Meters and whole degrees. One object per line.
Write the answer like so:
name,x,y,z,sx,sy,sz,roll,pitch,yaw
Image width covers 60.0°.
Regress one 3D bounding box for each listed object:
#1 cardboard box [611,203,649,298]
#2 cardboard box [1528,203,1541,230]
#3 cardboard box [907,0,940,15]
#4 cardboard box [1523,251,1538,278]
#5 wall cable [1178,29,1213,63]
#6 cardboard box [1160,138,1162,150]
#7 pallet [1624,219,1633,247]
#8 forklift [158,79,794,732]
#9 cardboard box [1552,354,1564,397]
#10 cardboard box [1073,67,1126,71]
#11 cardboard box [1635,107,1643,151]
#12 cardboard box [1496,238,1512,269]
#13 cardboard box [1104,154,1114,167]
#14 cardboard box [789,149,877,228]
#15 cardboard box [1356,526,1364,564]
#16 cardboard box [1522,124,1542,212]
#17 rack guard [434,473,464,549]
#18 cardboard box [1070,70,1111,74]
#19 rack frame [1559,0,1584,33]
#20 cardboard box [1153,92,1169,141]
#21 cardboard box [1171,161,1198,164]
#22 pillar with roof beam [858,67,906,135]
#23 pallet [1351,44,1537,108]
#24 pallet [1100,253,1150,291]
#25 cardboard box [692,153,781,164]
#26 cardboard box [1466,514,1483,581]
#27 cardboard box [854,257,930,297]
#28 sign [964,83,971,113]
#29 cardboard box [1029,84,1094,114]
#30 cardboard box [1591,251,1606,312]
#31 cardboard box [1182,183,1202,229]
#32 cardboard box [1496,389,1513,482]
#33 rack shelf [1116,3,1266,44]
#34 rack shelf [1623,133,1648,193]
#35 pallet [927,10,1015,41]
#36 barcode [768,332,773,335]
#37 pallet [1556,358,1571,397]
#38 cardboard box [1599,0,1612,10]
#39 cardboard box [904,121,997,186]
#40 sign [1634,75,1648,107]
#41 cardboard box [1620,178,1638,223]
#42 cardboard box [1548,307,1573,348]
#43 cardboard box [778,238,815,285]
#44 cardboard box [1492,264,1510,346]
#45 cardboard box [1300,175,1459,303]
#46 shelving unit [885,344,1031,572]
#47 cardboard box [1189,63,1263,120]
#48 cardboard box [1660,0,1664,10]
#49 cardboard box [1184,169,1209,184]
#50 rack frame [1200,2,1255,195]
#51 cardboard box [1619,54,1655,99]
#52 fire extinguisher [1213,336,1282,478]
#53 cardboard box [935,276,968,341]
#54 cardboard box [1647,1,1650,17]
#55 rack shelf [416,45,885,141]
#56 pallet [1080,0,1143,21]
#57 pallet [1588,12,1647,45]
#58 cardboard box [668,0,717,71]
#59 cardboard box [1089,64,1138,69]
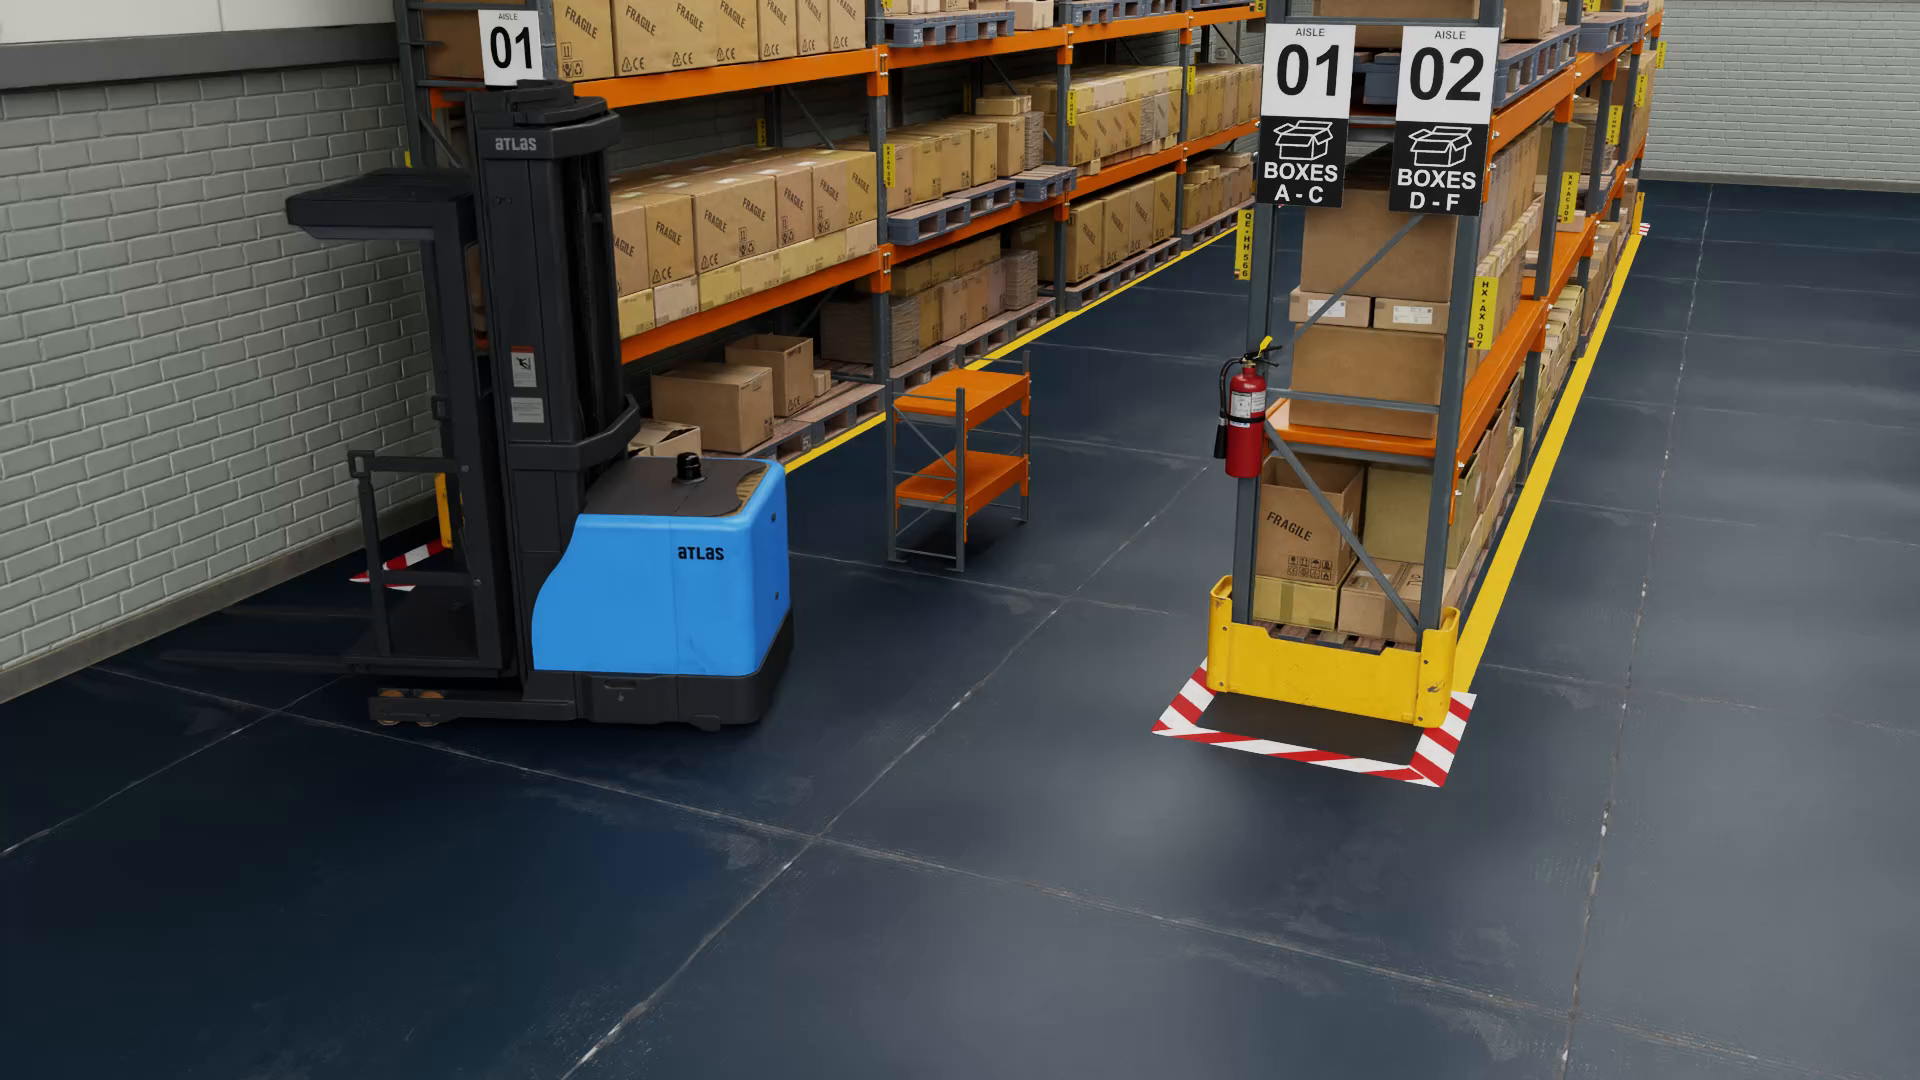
cardboard box,-2.216,-1.723,9.911,0.500,0.500,0.500,9,21,23
cardboard box,3.557,-2.110,10.809,0.380,0.149,0.250,9,21,23
cardboard box,-0.499,-4.462,13.569,0.500,0.311,0.500,9,22,24
cardboard box,4.022,-1.995,11.976,0.380,0.149,0.250,9,21,23
wall cable,3.527,-7.217,24.769,0.084,1.984,1.851,9,21,23
cardboard box,2.119,-4.590,19.243,0.380,0.149,0.250,9,22,24
pallet,8.030,-3.957,21.282,1.003,0.211,1.213,9,21,23
forklift,-2.413,-0.661,7.953,3.031,2.935,1.130,2,20,5
cardboard box,4.493,-1.332,13.214,0.500,0.250,0.500,9,21,24
cardboard box,1.594,-5.279,19.093,0.500,0.250,0.500,9,21,23
cardboard box,7.620,-4.791,19.314,0.500,0.500,0.500,8,21,22
cardboard box,2.929,-1.641,9.489,0.380,0.149,0.250,9,22,24
cardboard box,1.437,-4.129,17.946,0.380,0.149,0.250,9,21,24
cardboard box,-0.960,-2.654,12.529,0.500,0.500,0.500,8,21,23
cardboard box,1.979,0.091,9.212,0.500,0.250,0.500,9,21,23
cardboard box,3.297,-2.392,10.633,0.700,0.500,0.500,9,21,23
rack guard,-2.655,-0.171,10.205,1.175,0.500,0.348,9,21,23
cardboard box,1.393,-5.125,18.660,0.500,0.250,0.500,8,21,21
rack frame,3.473,-4.697,10.246,1.000,3.000,0.127,9,21,23
cardboard box,2.069,-4.858,19.029,0.500,0.500,0.500,9,21,23
cardboard box,2.917,-4.916,21.950,0.380,0.149,0.250,8,21,22
pillar with roof beam,3.196,-5.729,13.147,9.100,9.000,0.400,9,21,23
pallet,2.148,-2.232,7.923,1.003,0.211,1.213,9,21,23
pallet,1.482,-3.060,18.758,1.003,0.211,1.213,9,21,23
cardboard box,-1.646,-2.568,12.288,0.500,0.500,0.500,8,21,22
cardboard box,2.664,0.011,9.439,0.500,0.250,0.500,9,21,23
cardboard box,-0.585,-2.294,14.397,0.500,0.250,0.500,8,21,22
sign,0.082,-4.392,16.614,0.100,0.325,0.005,9,21,23
cardboard box,1.023,-4.434,16.717,0.500,0.250,0.500,9,22,24
cardboard box,5.977,-2.536,16.197,0.500,0.500,0.500,8,21,22
cardboard box,2.628,-4.229,20.987,0.700,0.500,0.500,9,21,23
cardboard box,3.066,-0.649,10.176,0.500,0.500,0.500,9,21,23
rack shelf,3.047,-6.680,21.373,1.077,0.370,4.000,9,21,23
rack shelf,7.568,-4.588,19.967,1.077,0.370,4.000,9,21,23
pallet,-0.276,-4.365,14.070,1.213,0.211,1.003,9,21,23
barcode,-1.488,-1.597,13.079,0.001,0.075,0.075,9,21,23
pallet,4.738,-1.533,14.464,1.003,0.211,1.213,9,21,23
cardboard box,5.259,-4.691,14.558,0.910,0.500,0.500,9,21,23
cardboard box,-0.083,-3.497,15.019,0.700,0.500,0.500,9,21,23
sign,7.256,-4.786,17.722,0.100,0.325,0.005,9,21,23
cardboard box,8.389,-4.368,21.348,0.500,0.500,0.500,9,21,23
cardboard box,4.705,-1.752,13.558,0.500,0.311,0.500,8,21,22
cardboard box,-1.369,-1.994,11.793,0.500,0.250,0.500,8,21,22
cardboard box,2.878,-1.466,9.965,0.700,0.500,0.500,9,21,24
cardboard box,2.059,-1.463,8.020,0.700,0.500,0.500,9,21,23
shelving unit,0.003,-0.532,10.286,0.538,1.125,1.048,9,21,23
cardboard box,3.666,-6.201,22.981,0.980,0.700,0.700,10,22,25
cardboard box,8.417,-6.688,20.545,0.500,0.250,0.500,9,21,23
cardboard box,2.934,-4.614,21.102,0.380,0.149,0.250,9,22,25
rack frame,3.866,-6.217,23.474,1.000,3.000,0.127,9,21,23
cardboard box,8.041,-5.569,20.011,0.500,0.500,0.500,9,22,24
fire extinguisher,1.363,-0.639,7.903,0.296,0.674,0.183,9,21,23
cardboard box,-0.350,-2.121,15.030,0.700,0.500,0.500,9,21,23
cardboard box,7.174,-5.773,17.972,0.500,0.250,0.500,9,21,23
rack shelf,-1.867,-3.012,11.058,1.077,0.370,4.000,9,21,23
pallet,1.260,-5.642,17.663,1.003,0.211,1.213,10,22,25
pallet,4.914,-4.198,13.600,1.213,0.211,1.003,10,22,25
cardboard box,-1.860,-3.182,10.285,0.500,0.500,0.500,10,22,25
cardboard box,1.802,-5.439,19.545,0.500,0.250,0.500,9,22,24
